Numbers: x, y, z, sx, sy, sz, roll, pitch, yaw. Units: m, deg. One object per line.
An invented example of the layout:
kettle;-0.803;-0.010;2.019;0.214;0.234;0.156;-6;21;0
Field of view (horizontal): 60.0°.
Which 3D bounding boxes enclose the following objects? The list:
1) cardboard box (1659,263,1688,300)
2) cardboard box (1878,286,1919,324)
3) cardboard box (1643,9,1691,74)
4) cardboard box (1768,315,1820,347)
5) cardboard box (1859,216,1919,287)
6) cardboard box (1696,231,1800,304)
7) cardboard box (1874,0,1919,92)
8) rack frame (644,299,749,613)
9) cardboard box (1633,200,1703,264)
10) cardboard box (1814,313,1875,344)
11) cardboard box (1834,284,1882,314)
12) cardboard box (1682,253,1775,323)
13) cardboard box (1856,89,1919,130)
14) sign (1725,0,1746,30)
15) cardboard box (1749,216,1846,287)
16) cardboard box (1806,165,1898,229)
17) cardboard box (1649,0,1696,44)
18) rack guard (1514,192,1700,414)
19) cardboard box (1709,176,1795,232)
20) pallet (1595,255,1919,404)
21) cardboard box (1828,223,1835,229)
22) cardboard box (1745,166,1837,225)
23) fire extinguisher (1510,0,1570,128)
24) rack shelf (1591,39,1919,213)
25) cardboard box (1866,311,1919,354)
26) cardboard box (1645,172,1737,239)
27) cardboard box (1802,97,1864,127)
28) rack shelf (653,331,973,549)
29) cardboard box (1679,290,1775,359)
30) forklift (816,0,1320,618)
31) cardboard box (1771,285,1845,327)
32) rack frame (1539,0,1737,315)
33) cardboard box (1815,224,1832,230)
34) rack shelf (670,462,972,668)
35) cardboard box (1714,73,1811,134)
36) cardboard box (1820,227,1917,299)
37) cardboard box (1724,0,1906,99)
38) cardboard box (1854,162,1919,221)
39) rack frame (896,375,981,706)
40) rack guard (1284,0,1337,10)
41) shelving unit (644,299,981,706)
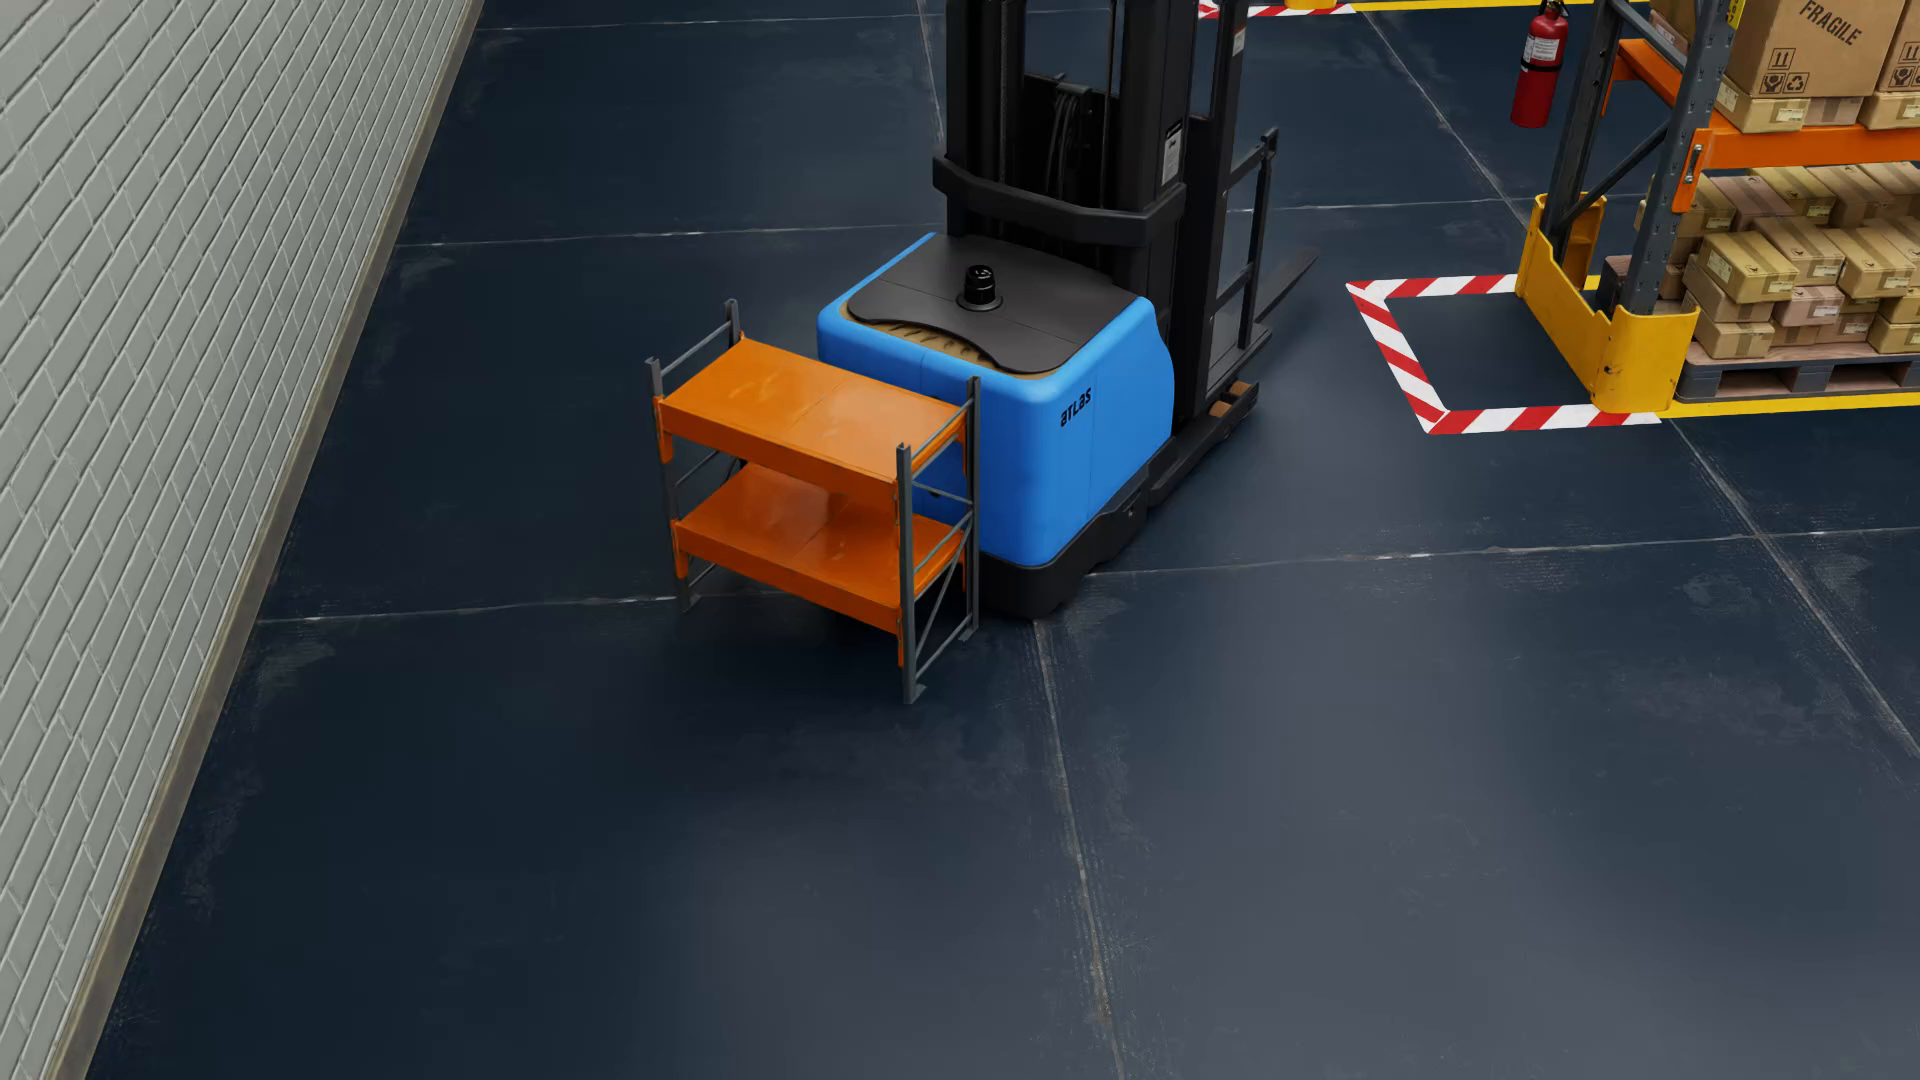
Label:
cardboard box;3.426;-1.310;7.951;0.250;0.149;0.380;-3;38;-3
cardboard box;4.244;-1.135;7.489;0.250;0.149;0.380;-2;38;-3
cardboard box;3.220;-2.200;7.320;0.250;0.149;0.380;-3;38;-4
cardboard box;3.724;-1.048;7.620;0.250;0.149;0.380;-3;38;-4
cardboard box;4.238;-1.294;7.450;0.250;0.149;0.380;-5;39;-6
cardboard box;3.472;-1.205;7.338;0.250;0.149;0.380;-5;39;-6
cardboard box;3.923;-2.162;6.748;0.500;0.500;0.500;-3;38;-4
rack frame;-0.946;-0.298;6.220;0.032;1.125;0.500;20;42;23
cardboard box;3.421;-1.474;7.919;0.250;0.149;0.380;-4;38;-5
cardboard box;3.971;-1.066;7.642;0.250;0.149;0.380;-3;38;-3
cardboard box;3.979;-1.188;7.556;0.250;0.149;0.380;-3;38;-3
cardboard box;3.465;-1.139;7.495;0.250;0.149;0.380;-2;38;-2
cardboard box;3.795;-1.845;6.869;0.250;0.149;0.380;-4;38;-5
sign;2.969;-2.112;6.306;0.005;0.325;0.100;-3;38;-4
cardboard box;3.736;-1.294;7.451;0.250;0.149;0.380;-2;38;-3
cardboard box;4.191;-1.617;7.860;0.250;0.149;0.380;-5;39;-6
cardboard box;3.345;-2.446;7.108;0.500;0.500;0.500;-2;38;-3
rack guard;2.996;-1.130;7.778;0.348;0.500;1.175;-3;38;-4
cardboard box;3.681;-1.550;7.775;0.250;0.149;0.380;-2;38;-3
pallet;3.808;-1.039;7.896;1.213;0.211;1.003;-3;38;-4
cardboard box;4.215;-1.455;7.895;0.250;0.149;0.380;-4;38;-5
cardboard box;3.927;-1.642;7.892;0.250;0.149;0.380;-4;38;-5
fire extinguisher;2.629;-2.201;7.481;0.183;0.674;0.296;-3;38;-4
rack shelf;4.912;-1.934;7.360;4.000;0.370;1.077;-3;38;-4
cardboard box;4.235;-1.013;7.574;0.250;0.149;0.380;-3;38;-3
cardboard box;3.425;-1.571;7.802;0.250;0.149;0.380;-3;38;-3
cardboard box;3.522;-1.863;6.892;0.250;0.149;0.380;-2;38;-2
rack shelf;-0.506;-0.370;5.839;1.000;0.278;0.538;20;42;23
cardboard box;3.471;-0.984;7.537;0.250;0.149;0.380;-2;38;-3
forklift;0.677;-1.738;6.586;1.130;2.935;3.031;22;43;25
cardboard box;3.743;-1.120;7.470;0.250;0.149;0.380;-3;38;-4
rack frame;2.920;-2.107;6.998;0.127;3.000;1.000;-3;38;-4
cardboard box;3.938;-1.504;7.957;0.250;0.149;0.380;-5;39;-6
rack shelf;-0.506;0.052;6.171;1.000;0.278;0.538;20;42;23
cardboard box;3.272;-1.824;6.842;0.250;0.149;0.380;-3;38;-4
cardboard box;3.999;-1.229;7.368;0.250;0.149;0.380;-3;38;-4
cardboard box;3.392;-2.117;6.690;0.500;0.500;0.500;-1;38;-2
cardboard box;4.453;-1.666;7.923;0.250;0.149;0.380;-2;38;-2
rack frame;-0.067;0.018;5.820;0.032;1.125;0.500;20;42;23
rack guard;2.357;-4.173;11.635;0.348;0.500;1.175;-3;38;-4
shelving unit;-0.506;-0.140;6.020;1.048;1.125;0.538;20;42;23
